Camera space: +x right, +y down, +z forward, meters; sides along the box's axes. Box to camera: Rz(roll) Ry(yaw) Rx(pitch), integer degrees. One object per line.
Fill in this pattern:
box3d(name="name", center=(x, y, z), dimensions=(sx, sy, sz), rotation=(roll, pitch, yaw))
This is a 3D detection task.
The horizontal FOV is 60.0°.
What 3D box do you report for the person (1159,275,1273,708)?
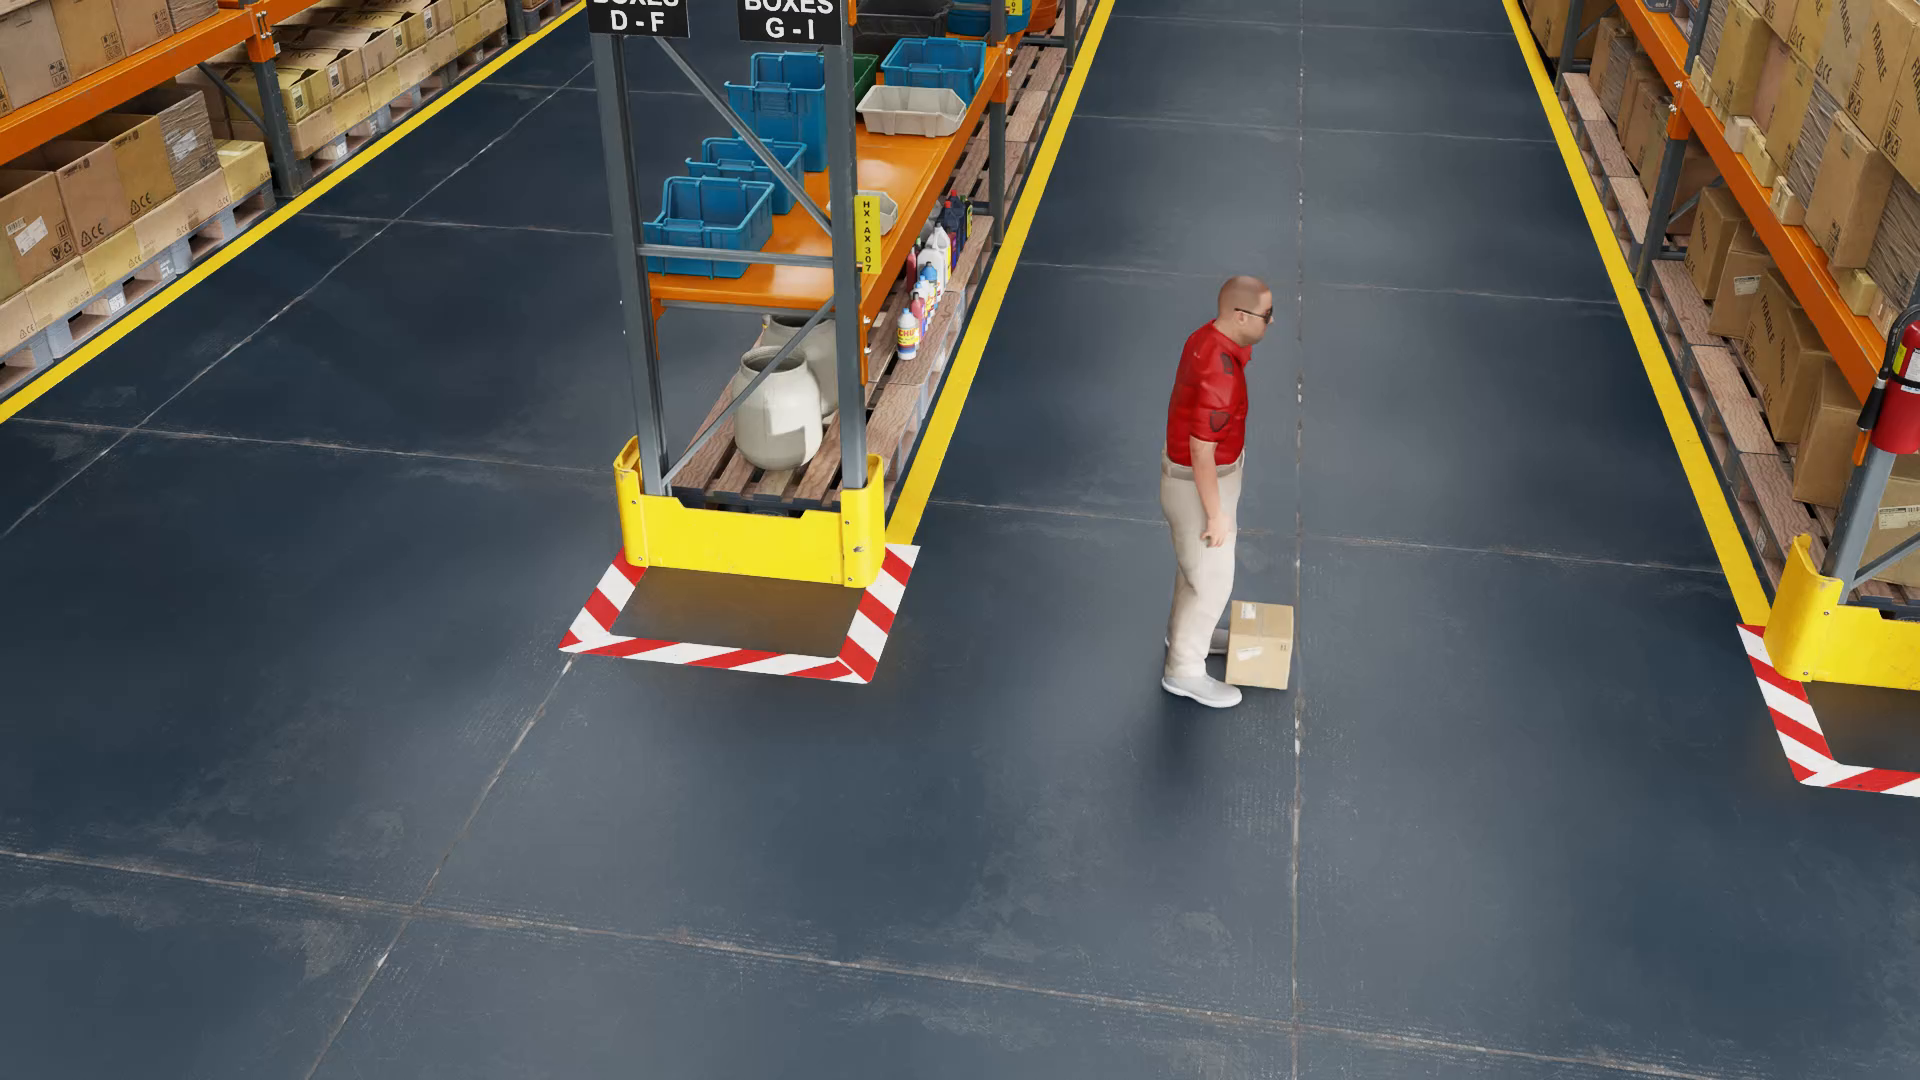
box3d(name="person", center=(0.982, -0.214, 6.491), dimensions=(0.400, 1.725, 0.593), rotation=(4, 32, 6))
